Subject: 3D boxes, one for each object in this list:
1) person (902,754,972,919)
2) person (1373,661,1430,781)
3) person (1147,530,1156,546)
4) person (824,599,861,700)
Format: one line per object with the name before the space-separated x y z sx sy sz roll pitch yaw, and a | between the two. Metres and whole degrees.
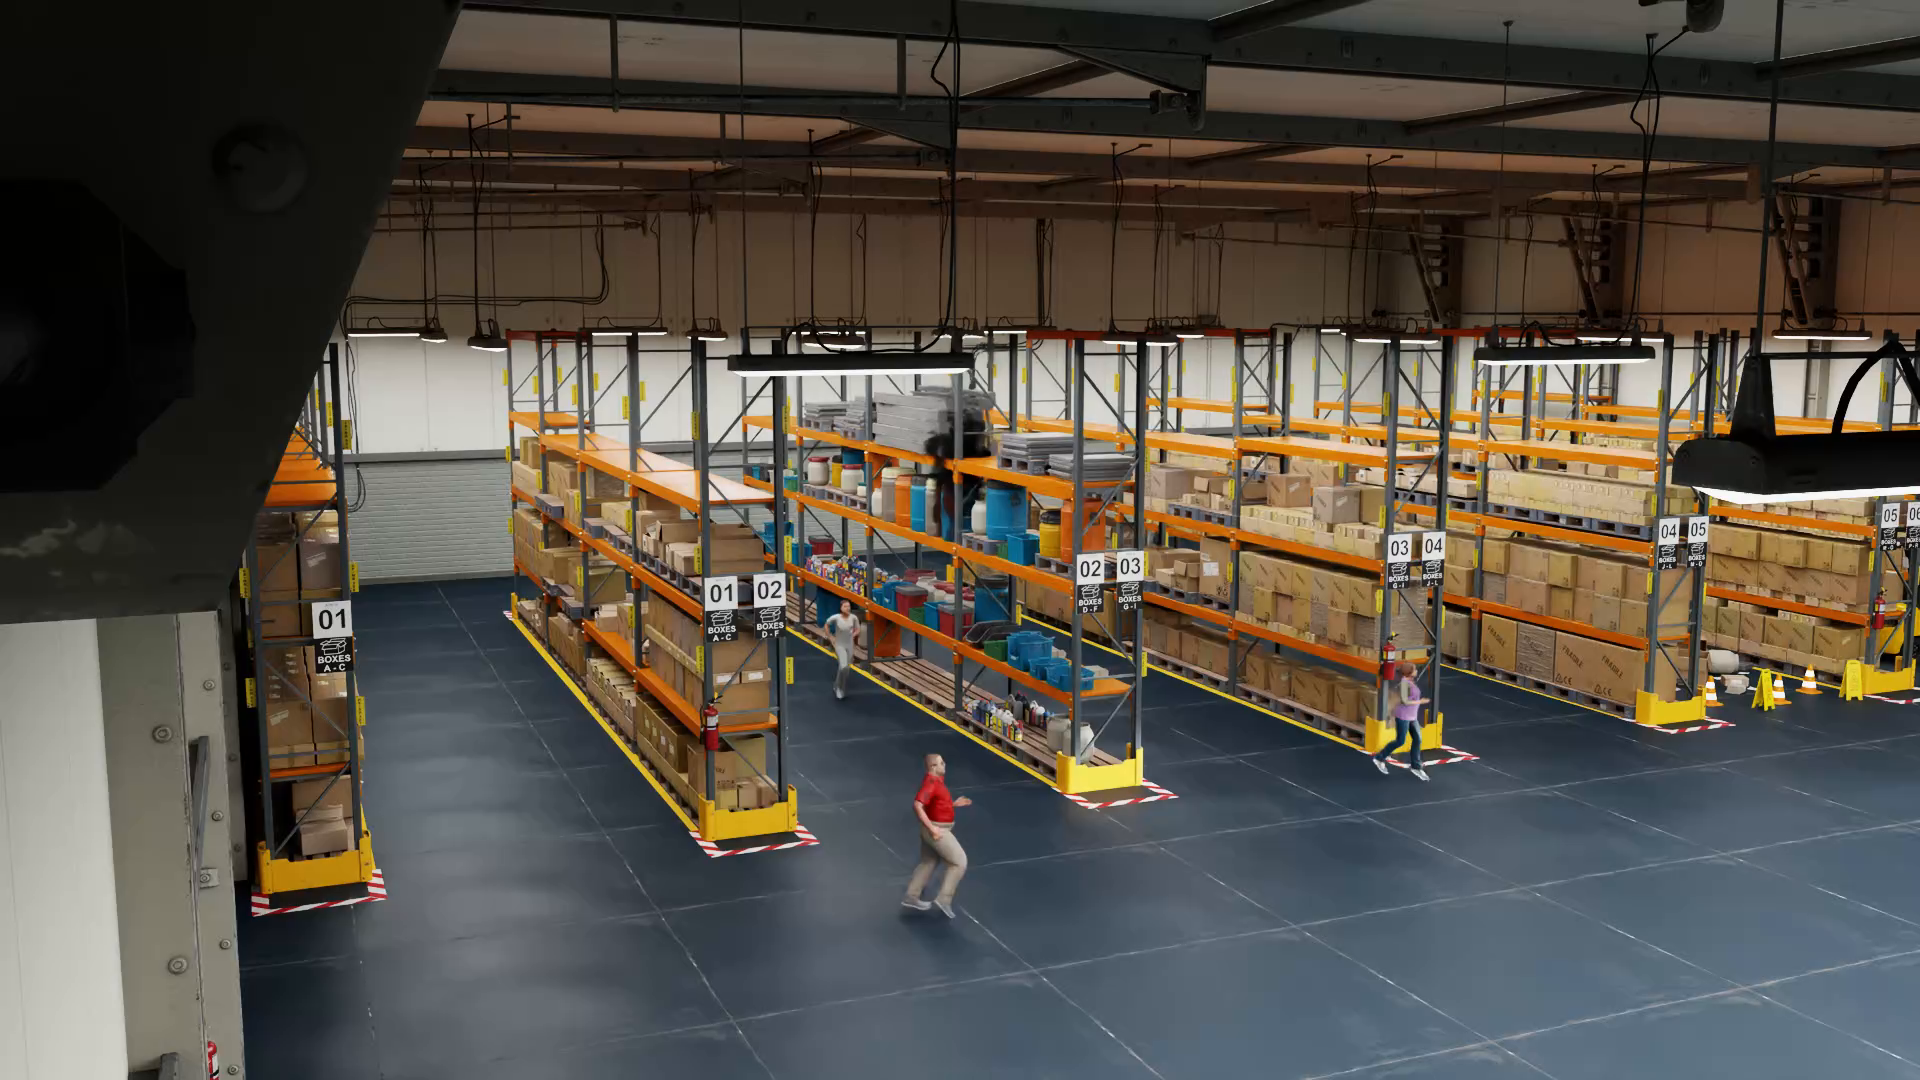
person | -0.235 3.122 17.517 0.742 1.781 0.633 -2 8 -13
person | 6.055 2.451 22.707 0.764 1.631 0.573 5 9 30
person | 4.814 -0.236 41.840 0.864 1.784 0.726 -6 10 -36
person | -1.917 1.787 27.430 0.553 1.658 0.726 -4 9 -25
